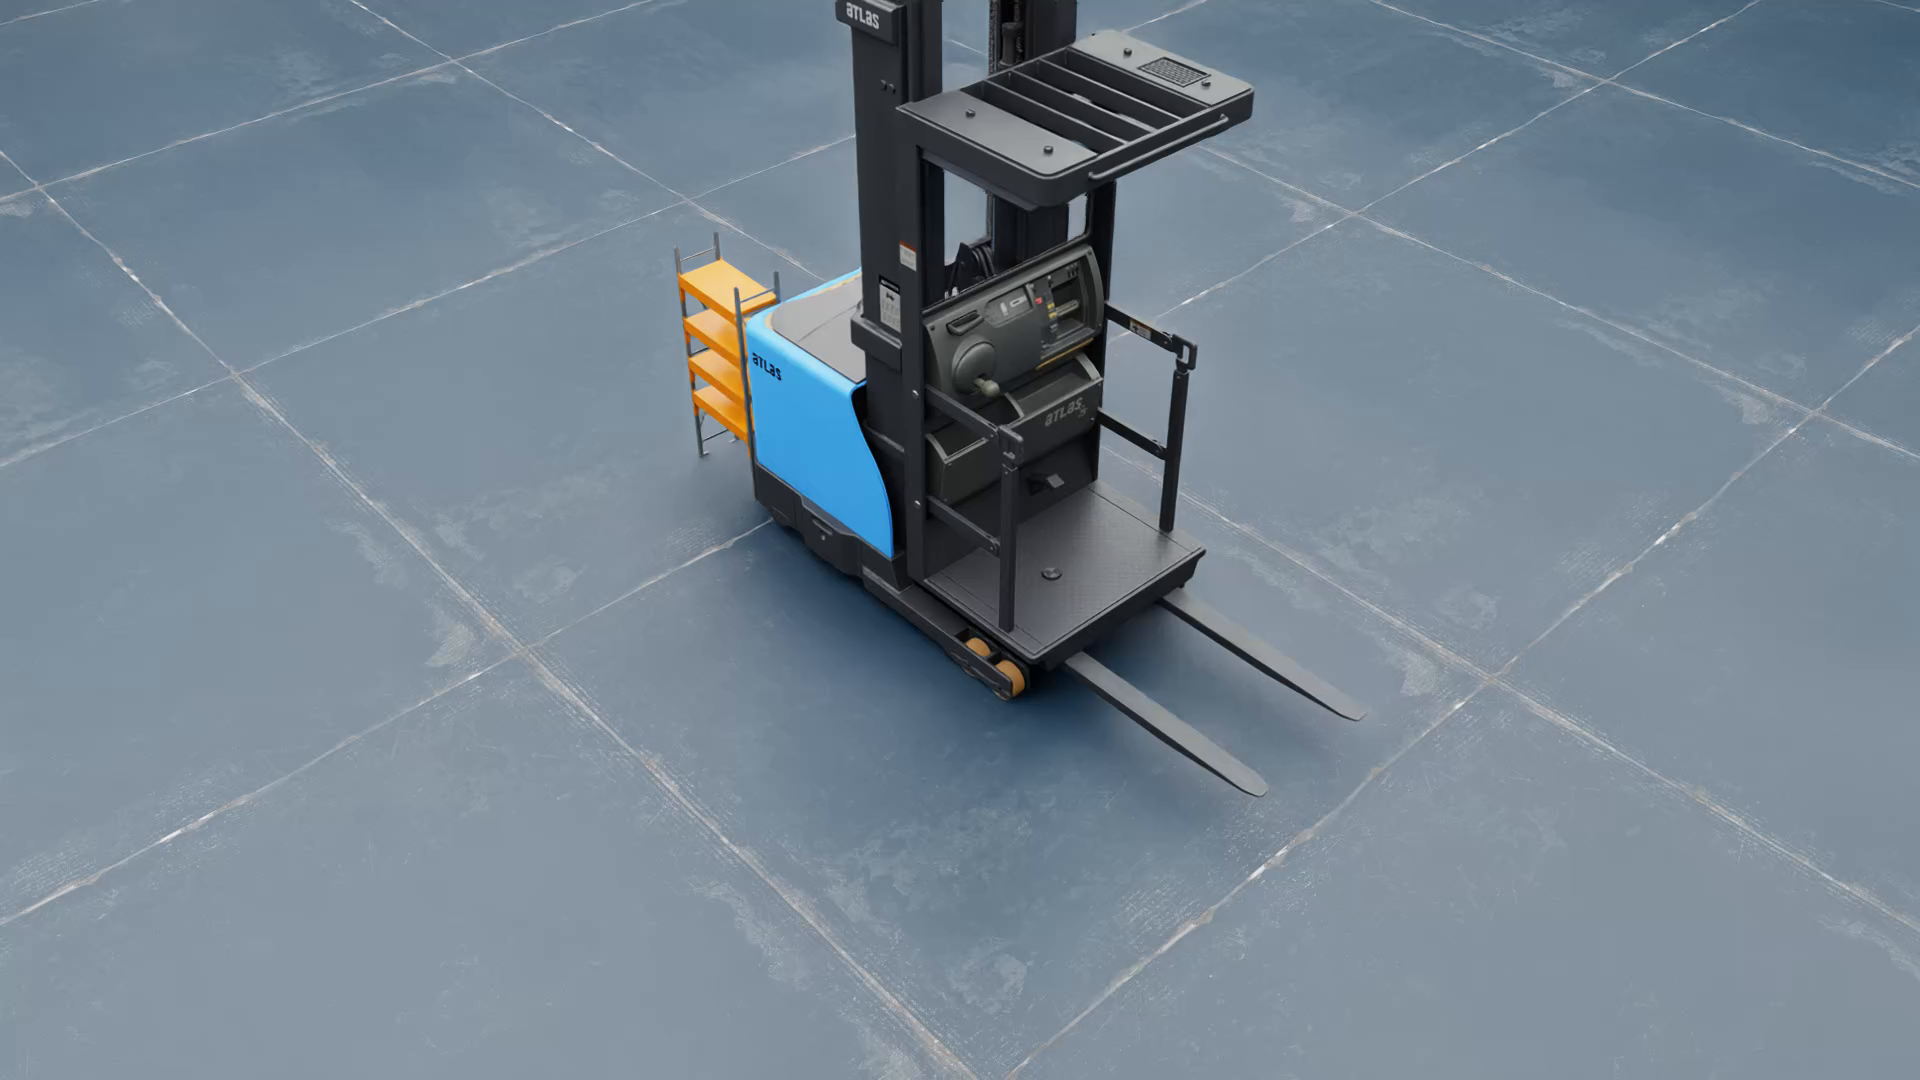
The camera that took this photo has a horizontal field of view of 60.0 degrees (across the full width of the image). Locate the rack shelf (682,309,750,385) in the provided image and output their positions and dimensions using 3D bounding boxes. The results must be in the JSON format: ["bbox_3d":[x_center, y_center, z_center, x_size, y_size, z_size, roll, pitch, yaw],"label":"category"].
[{"bbox_3d":[-1.079,-0.948,7.928,0.258,0.148,0.480,-28,47,-30],"label":"rack shelf"}]

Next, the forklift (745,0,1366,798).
[{"bbox_3d":[0.378,-0.823,6.644,1.130,2.935,3.031,-30,48,-32],"label":"forklift"}]

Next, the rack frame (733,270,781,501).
[{"bbox_3d":[-0.920,-0.710,7.882,0.240,1.200,0.015,-28,47,-30],"label":"rack frame"}]

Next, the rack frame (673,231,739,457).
[{"bbox_3d":[-1.238,-0.943,8.170,0.240,1.200,0.015,-28,47,-30],"label":"rack frame"}]

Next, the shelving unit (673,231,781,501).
[{"bbox_3d":[-1.079,-0.826,8.026,0.258,1.200,0.503,-28,47,-30],"label":"shelving unit"}]

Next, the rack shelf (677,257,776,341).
[{"bbox_3d":[-1.079,-1.132,7.779,0.258,0.148,0.480,-28,47,-30],"label":"rack shelf"}]

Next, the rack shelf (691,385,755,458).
[{"bbox_3d":[-1.079,-0.619,8.193,0.258,0.148,0.480,-28,47,-30],"label":"rack shelf"}]

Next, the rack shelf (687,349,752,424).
[{"bbox_3d":[-1.079,-0.774,8.068,0.258,0.148,0.480,-28,47,-30],"label":"rack shelf"}]
